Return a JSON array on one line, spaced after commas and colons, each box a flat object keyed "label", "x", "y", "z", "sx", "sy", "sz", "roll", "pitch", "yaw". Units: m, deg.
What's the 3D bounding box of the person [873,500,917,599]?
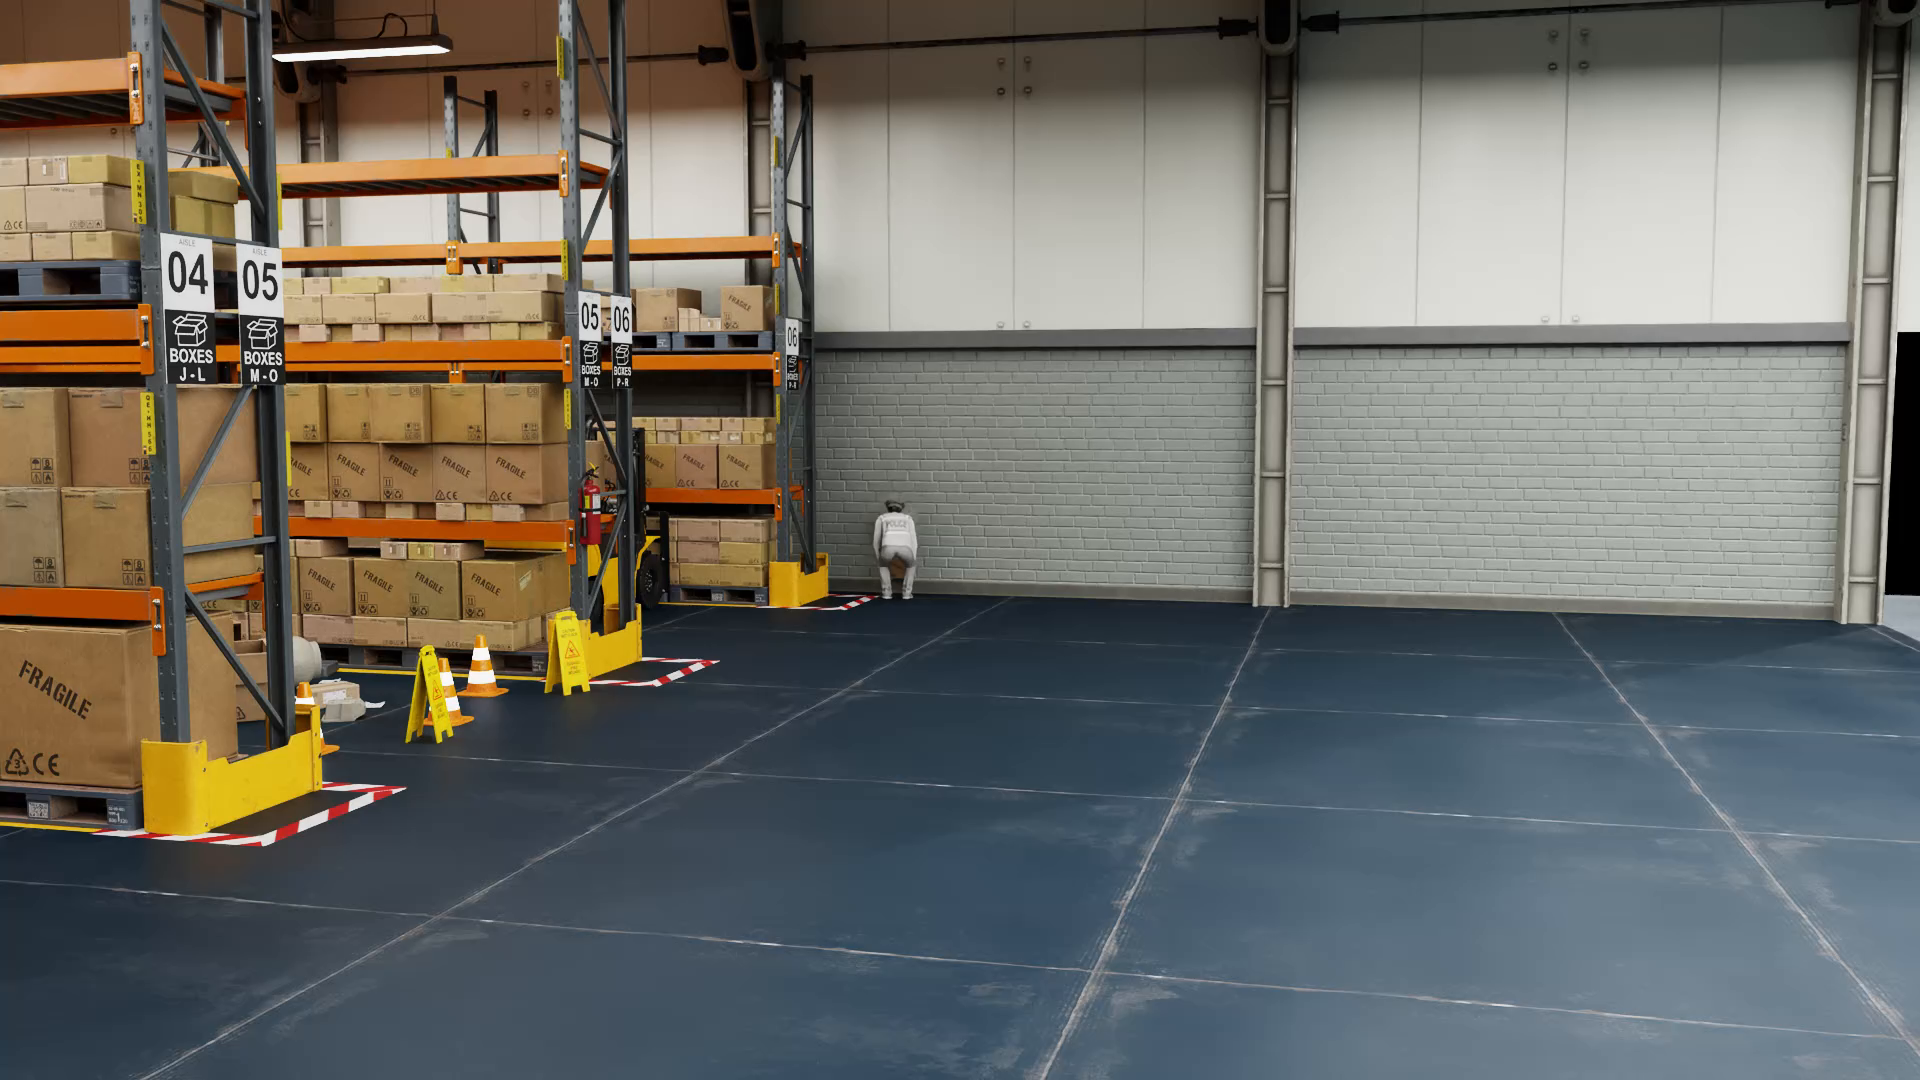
[{"label": "person", "x": -0.763, "y": 0.114, "z": 19.331, "sx": 0.515, "sy": 1.135, "sz": 0.796, "roll": 0, "pitch": 5, "yaw": 2}]
